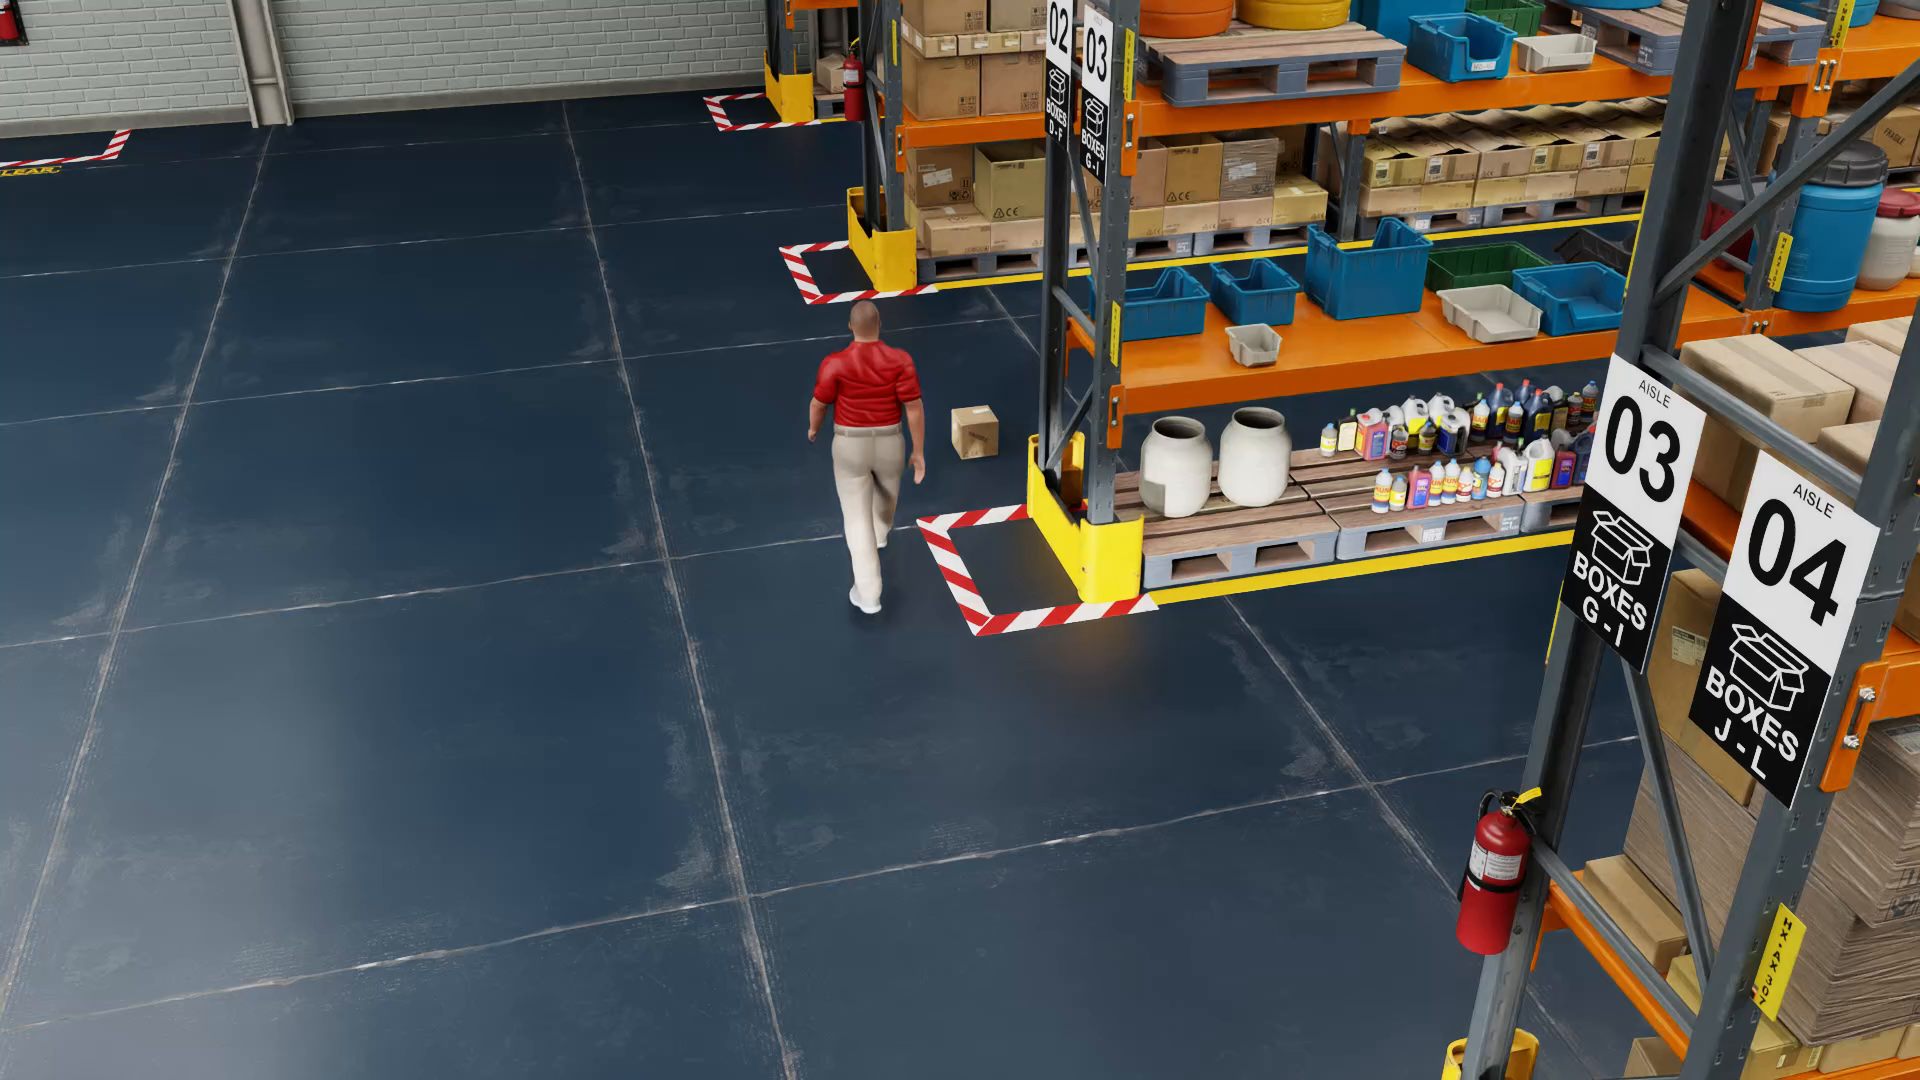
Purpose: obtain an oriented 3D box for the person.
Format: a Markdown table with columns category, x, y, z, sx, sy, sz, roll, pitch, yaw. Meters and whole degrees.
| category | x | y | z | sx | sy | sz | roll | pitch | yaw |
| --- | --- | --- | --- | --- | --- | --- | --- | --- | --- |
| person | -0.522 | -0.549 | 9.182 | 0.587 | 1.660 | 1.053 | -7 | 31 | -12 |
